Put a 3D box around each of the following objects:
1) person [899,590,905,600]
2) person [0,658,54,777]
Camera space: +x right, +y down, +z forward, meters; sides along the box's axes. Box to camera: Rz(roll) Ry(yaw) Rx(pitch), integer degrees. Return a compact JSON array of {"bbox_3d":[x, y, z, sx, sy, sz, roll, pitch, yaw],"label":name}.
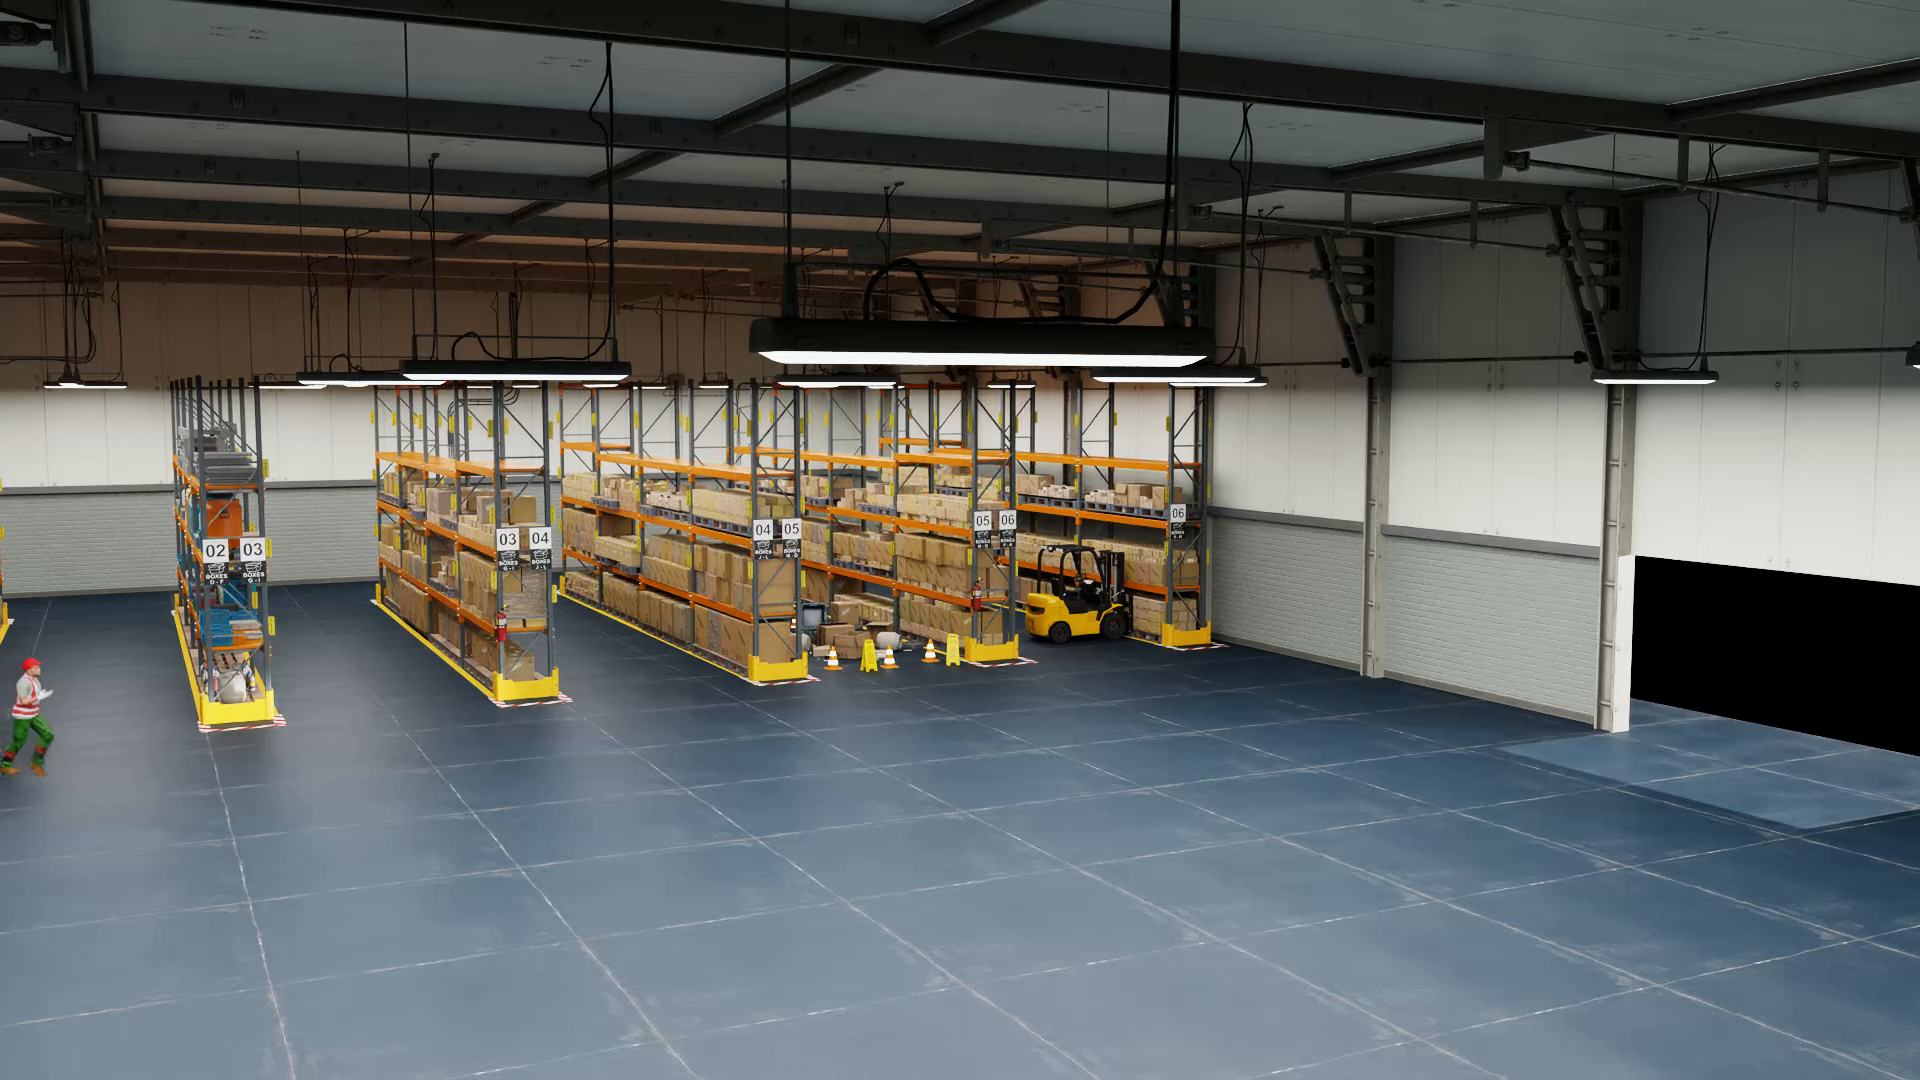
[{"bbox_3d":[-1.494,0.937,43.413,0.701,1.587,0.813,-2,6,-24],"label":"person"},{"bbox_3d":[-13.840,2.657,24.643,0.841,1.833,0.619,0,5,-1],"label":"person"}]
